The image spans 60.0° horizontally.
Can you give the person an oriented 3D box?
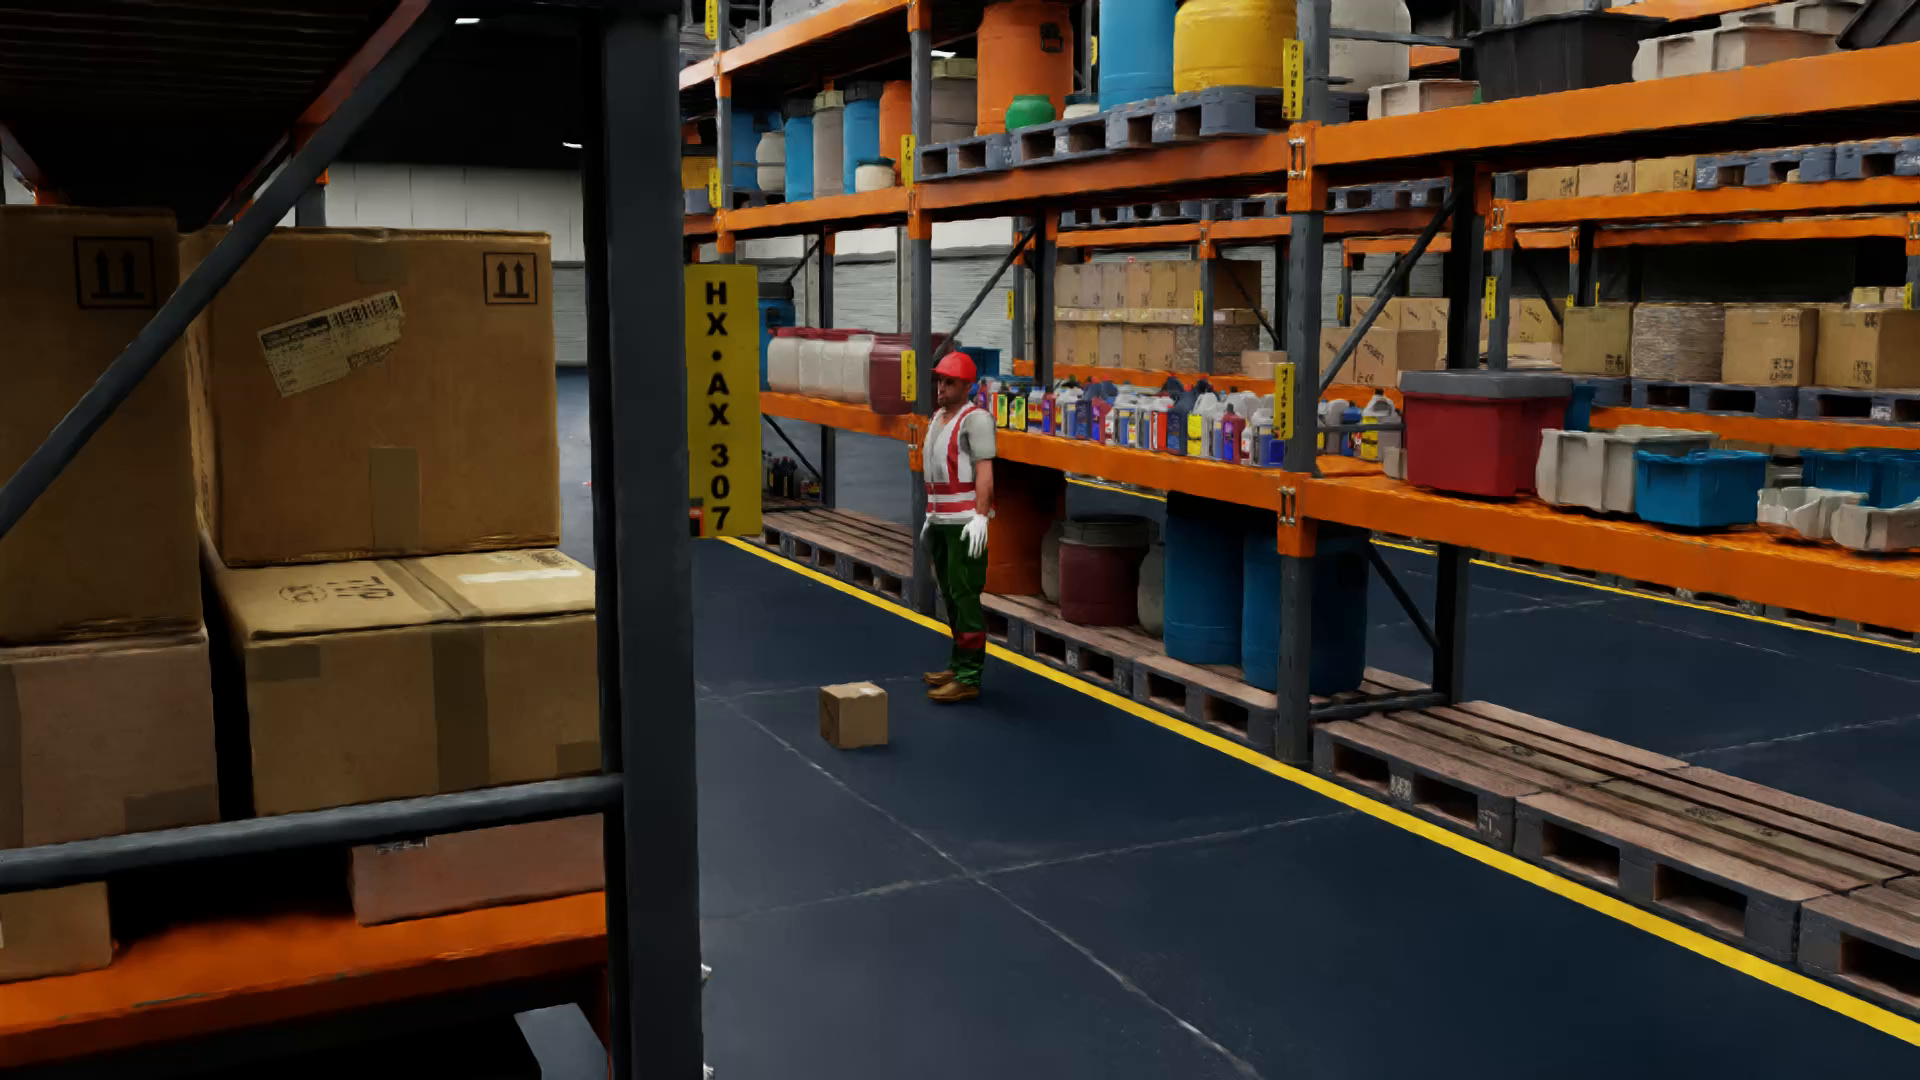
[{"bbox_3d":[-0.022,-0.078,8.620,0.445,1.792,0.664,-5,10,-29],"label":"person"}]
